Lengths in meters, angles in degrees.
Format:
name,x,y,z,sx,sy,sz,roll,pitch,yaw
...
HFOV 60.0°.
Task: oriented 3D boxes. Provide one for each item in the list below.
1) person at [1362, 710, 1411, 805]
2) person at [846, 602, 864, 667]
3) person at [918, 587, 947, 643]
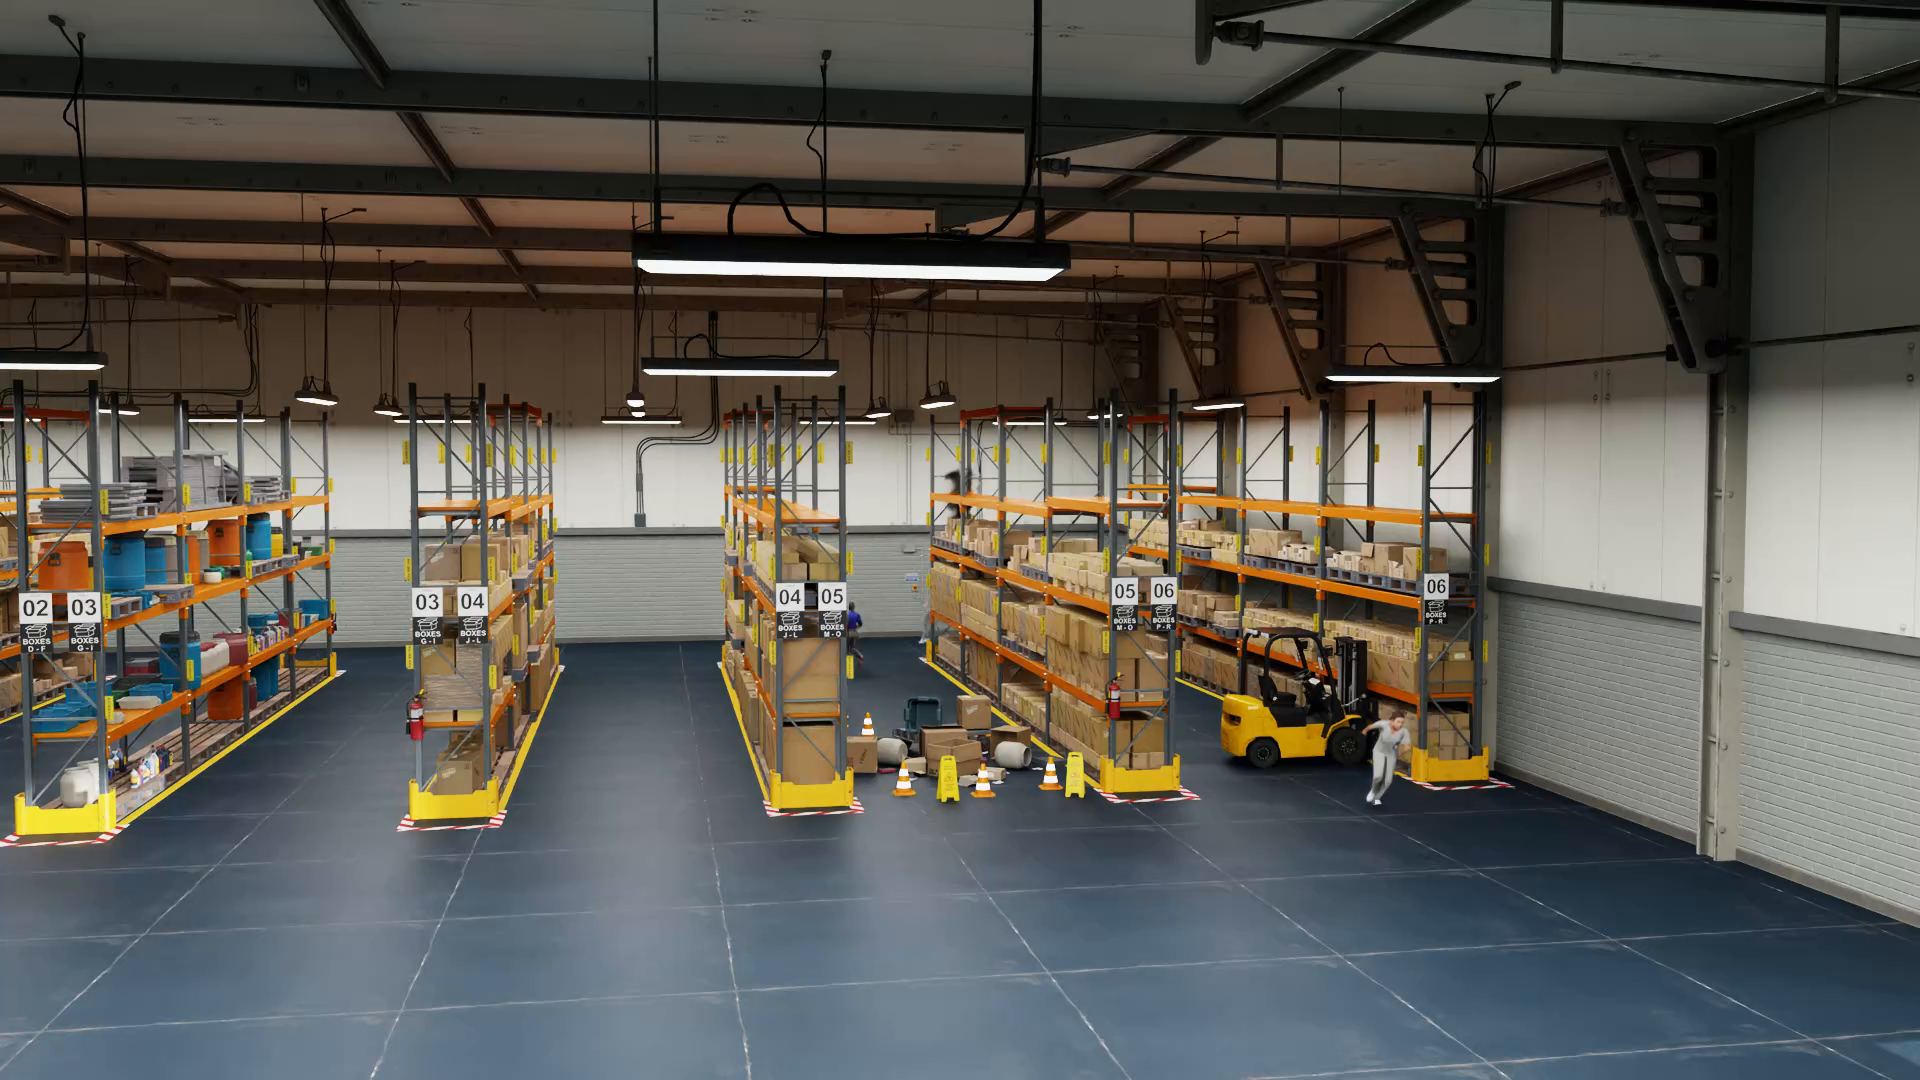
name,x,y,z,sx,sy,sz,roll,pitch,yaw
person,6.052,3.082,23.508,0.572,1.439,0.918,0,3,1
person,-2.520,2.246,38.547,0.592,1.641,0.774,-2,4,-36
person,-0.735,1.942,44.494,0.826,1.608,0.557,-1,3,-26
